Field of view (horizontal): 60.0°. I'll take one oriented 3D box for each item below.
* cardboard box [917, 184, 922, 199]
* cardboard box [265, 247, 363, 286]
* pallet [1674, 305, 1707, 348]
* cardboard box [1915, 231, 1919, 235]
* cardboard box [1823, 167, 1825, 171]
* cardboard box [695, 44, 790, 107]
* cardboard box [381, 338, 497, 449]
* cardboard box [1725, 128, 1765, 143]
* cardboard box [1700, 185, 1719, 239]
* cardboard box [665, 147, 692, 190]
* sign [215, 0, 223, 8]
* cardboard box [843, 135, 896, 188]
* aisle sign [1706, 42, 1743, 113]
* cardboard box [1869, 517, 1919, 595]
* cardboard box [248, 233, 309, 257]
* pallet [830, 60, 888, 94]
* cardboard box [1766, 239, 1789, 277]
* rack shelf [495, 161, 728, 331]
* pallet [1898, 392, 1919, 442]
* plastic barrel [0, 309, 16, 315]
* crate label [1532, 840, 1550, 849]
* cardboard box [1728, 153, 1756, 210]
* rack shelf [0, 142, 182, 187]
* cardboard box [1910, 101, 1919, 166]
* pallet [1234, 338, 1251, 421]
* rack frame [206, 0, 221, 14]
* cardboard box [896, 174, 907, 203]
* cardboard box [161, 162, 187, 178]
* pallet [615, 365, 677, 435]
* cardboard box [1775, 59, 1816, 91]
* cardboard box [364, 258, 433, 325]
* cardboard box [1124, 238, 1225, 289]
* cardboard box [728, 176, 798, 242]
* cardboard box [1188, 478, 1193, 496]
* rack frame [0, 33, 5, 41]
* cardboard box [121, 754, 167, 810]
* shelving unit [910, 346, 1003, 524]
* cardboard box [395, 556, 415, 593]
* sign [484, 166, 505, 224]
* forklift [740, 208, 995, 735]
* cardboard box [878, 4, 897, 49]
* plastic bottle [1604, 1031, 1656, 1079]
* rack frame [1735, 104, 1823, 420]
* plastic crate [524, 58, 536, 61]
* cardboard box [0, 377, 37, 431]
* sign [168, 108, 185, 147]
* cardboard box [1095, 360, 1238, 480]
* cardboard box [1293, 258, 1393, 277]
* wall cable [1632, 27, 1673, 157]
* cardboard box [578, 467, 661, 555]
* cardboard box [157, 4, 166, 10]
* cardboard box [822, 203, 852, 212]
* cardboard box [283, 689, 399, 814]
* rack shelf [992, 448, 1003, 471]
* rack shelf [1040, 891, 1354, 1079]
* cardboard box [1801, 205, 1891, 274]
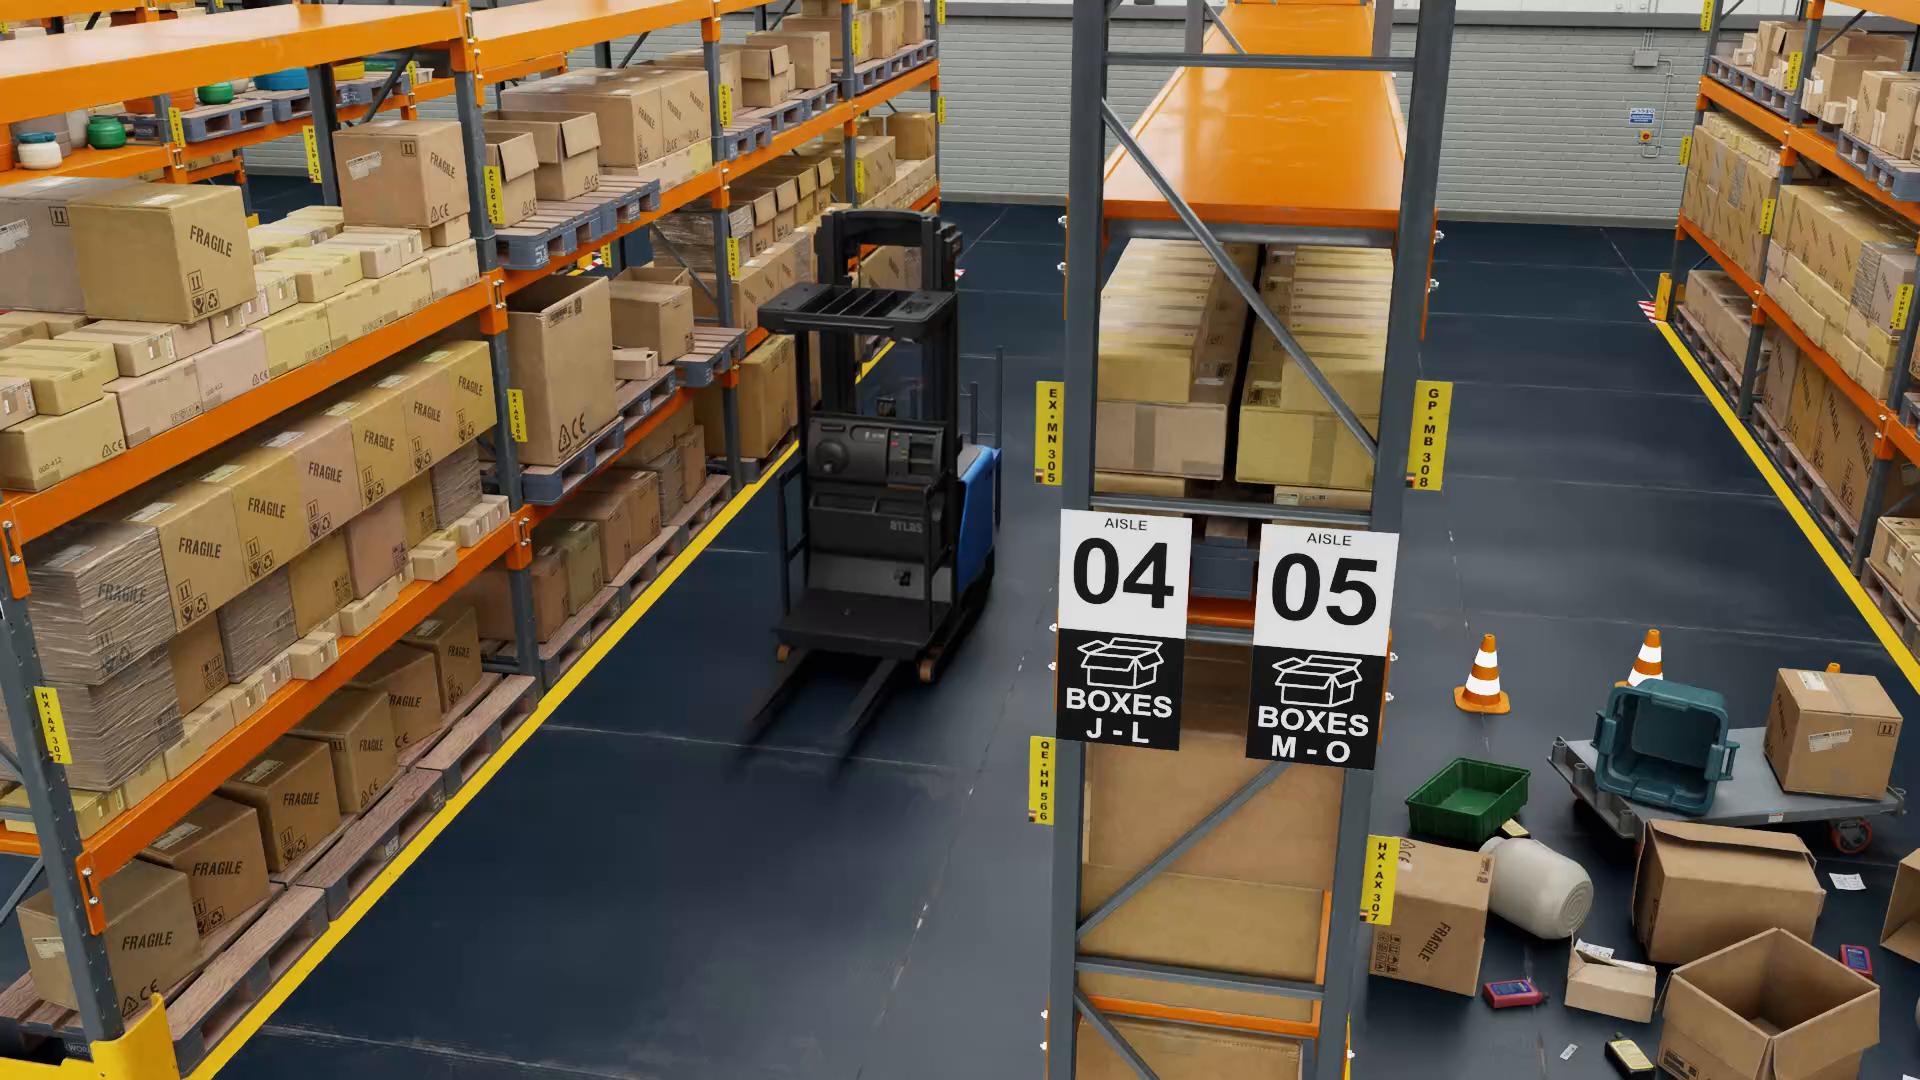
[{"bbox_3d":[-0.669,-4.226,20.168,0.380,0.149,0.250,5,22,12],"label":"cardboard box"},{"bbox_3d":[-3.261,-1.373,8.400,0.380,0.149,0.250,5,23,13],"label":"cardboard box"},{"bbox_3d":[8.853,-2.429,19.103,1.003,0.211,1.213,4,22,11],"label":"pallet"},{"bbox_3d":[7.859,-2.138,13.174,0.500,0.500,0.500,5,22,12],"label":"cardboard box"},{"bbox_3d":[8.489,-3.657,16.078,0.380,0.149,0.250,4,22,10],"label":"cardboard box"},{"bbox_3d":[-1.999,-4.234,15.135,0.797,0.503,0.637,4,22,10],"label":"cardboard box"},{"bbox_3d":[-3.033,-0.851,9.580,0.500,0.500,0.500,4,22,11],"label":"cardboard box"},{"bbox_3d":[8.317,-4.250,17.551,0.380,0.149,0.250,5,22,11],"label":"cardboard box"},{"bbox_3d":[8.363,-3.542,18.000,0.500,0.500,0.500,4,22,11],"label":"cardboard box"},{"bbox_3d":[-2.340,-2.798,12.471,0.500,0.250,0.500,4,22,11],"label":"cardboard box"},{"bbox_3d":[-9.920,-7.286,22.228,0.100,0.325,0.005,4,22,11],"label":"sign"},{"bbox_3d":[-1.021,-4.256,18.705,0.500,0.500,0.500,4,22,9],"label":"cardboard box"},{"bbox_3d":[8.670,-5.276,18.958,0.394,0.787,0.004,4,22,11],"label":"aisle sign"},{"bbox_3d":[7.182,0.134,11.960,0.950,0.372,0.625,3,22,7],"label":"cardboard box"},{"bbox_3d":[-3.651,-1.506,8.730,0.380,0.149,0.250,5,23,13],"label":"cardboard box"},{"bbox_3d":[-1.401,-4.962,17.764,1.003,0.211,1.213,4,22,11],"label":"pallet"},{"bbox_3d":[7.757,-2.581,15.279,0.500,0.250,0.500,4,22,9],"label":"cardboard box"},{"bbox_3d":[-2.803,-2.177,11.692,1.077,0.370,4.000,4,22,11],"label":"rack shelf"},{"bbox_3d":[7.266,-0.738,11.427,1.213,0.211,1.003,4,22,11],"label":"pallet"},{"bbox_3d":[-7.412,-1.588,13.100,0.433,0.535,0.433,0,22,0],"label":"plastic barrel"},{"bbox_3d":[3.056,1.722,8.896,0.298,0.136,0.250,-11,25,-26],"label":"crate label"},{"bbox_3d":[8.155,-3.634,16.889,0.500,0.500,0.500,5,22,12],"label":"cardboard box"},{"bbox_3d":[-7.652,-2.555,12.630,1.077,0.370,4.000,4,22,11],"label":"rack shelf"},{"bbox_3d":[7.236,-2.879,11.771,0.797,0.503,0.637,3,22,8],"label":"cardboard box"},{"bbox_3d":[1.196,-0.580,6.882,1.003,0.211,1.213,4,22,11],"label":"pallet"},{"bbox_3d":[-10.460,-8.316,21.957,1.000,3.000,0.127,4,22,11],"label":"rack frame"},{"bbox_3d":[-0.911,-4.085,19.285,0.500,0.250,0.500,4,22,11],"label":"cardboard box"},{"bbox_3d":[-10.494,-5.023,21.677,0.500,0.500,0.500,5,22,11],"label":"cardboard box"},{"bbox_3d":[-2.759,-1.035,12.165,1.003,0.211,1.213,4,22,11],"label":"pallet"},{"bbox_3d":[7.940,-4.387,15.699,0.396,0.266,0.258,5,23,13],"label":"cardboard box"},{"bbox_3d":[-3.165,-1.333,8.834,0.500,0.250,0.500,5,22,12],"label":"cardboard box"},{"bbox_3d":[0.856,-1.103,6.635,0.380,0.149,0.250,5,22,11],"label":"cardboard box"},{"bbox_3d":[-1.964,-3.113,15.591,0.797,0.503,0.637,5,23,13],"label":"cardboard box"},{"bbox_3d":[0.596,-0.266,5.623,0.380,0.149,0.250,5,22,11],"label":"cardboard box"},{"bbox_3d":[-11.276,-6.853,18.324,1.000,3.000,0.127,4,22,11],"label":"rack frame"},{"bbox_3d":[-3.666,1.015,7.154,0.380,0.149,0.250,4,22,11],"label":"cardboard box"},{"bbox_3d":[-0.017,-0.664,12.996,0.538,1.500,1.048,4,22,11],"label":"shelving unit"},{"bbox_3d":[-3.259,0.188,9.207,0.380,0.149,0.250,4,22,11],"label":"cardboard box"},{"bbox_3d":[-2.678,-1.981,9.549,0.100,0.325,0.005,4,22,11],"label":"sign"},{"bbox_3d":[-0.615,-0.576,10.861,1.130,2.935,3.031,6,23,14],"label":"forklift"},{"bbox_3d":[-1.107,-5.872,19.073,0.700,0.500,0.500,3,22,7],"label":"cardboard box"},{"bbox_3d":[3.004,2.324,7.501,0.133,0.061,0.283,-3,22,-8],"label":"plastic bottle"},{"bbox_3d":[8.123,-2.558,15.691,1.000,3.000,0.127,4,22,11],"label":"rack frame"},{"bbox_3d":[-5.533,-6.065,20.666,0.450,0.188,0.336,4,22,11],"label":"plastic crate"},{"bbox_3d":[-3.745,-0.515,6.269,0.380,0.149,0.250,4,22,11],"label":"cardboard box"},{"bbox_3d":[-6.704,-3.532,14.233,0.100,0.325,0.005,4,22,11],"label":"sign"},{"bbox_3d":[0.634,-0.411,5.451,0.500,0.250,0.500,5,22,12],"label":"cardboard box"},{"bbox_3d":[1.448,-0.959,6.276,0.380,0.149,0.250,4,22,10],"label":"cardboard box"},{"bbox_3d":[10.067,-6.571,24.252,0.585,1.953,0.123,4,22,11],"label":"wall cable"},{"bbox_3d":[-2.722,-0.237,12.685,0.700,0.500,0.500,6,23,15],"label":"cardboard box"},{"bbox_3d":[-10.733,-7.069,21.404,0.700,0.500,0.500,4,22,11],"label":"cardboard box"},{"bbox_3d":[-1.407,-3.168,17.072,0.500,0.500,0.500,5,22,11],"label":"cardboard box"},{"bbox_3d":[-3.491,1.163,9.235,0.500,0.500,0.500,2,22,6],"label":"cardboard box"},{"bbox_3d":[-0.017,-0.498,13.063,0.538,0.185,1.000,4,22,11],"label":"rack shelf"},{"bbox_3d":[1.216,1.092,7.590,1.077,0.370,4.000,4,22,11],"label":"rack shelf"},{"bbox_3d":[7.570,-2.558,14.218,0.500,0.500,0.500,4,22,10],"label":"cardboard box"}]
